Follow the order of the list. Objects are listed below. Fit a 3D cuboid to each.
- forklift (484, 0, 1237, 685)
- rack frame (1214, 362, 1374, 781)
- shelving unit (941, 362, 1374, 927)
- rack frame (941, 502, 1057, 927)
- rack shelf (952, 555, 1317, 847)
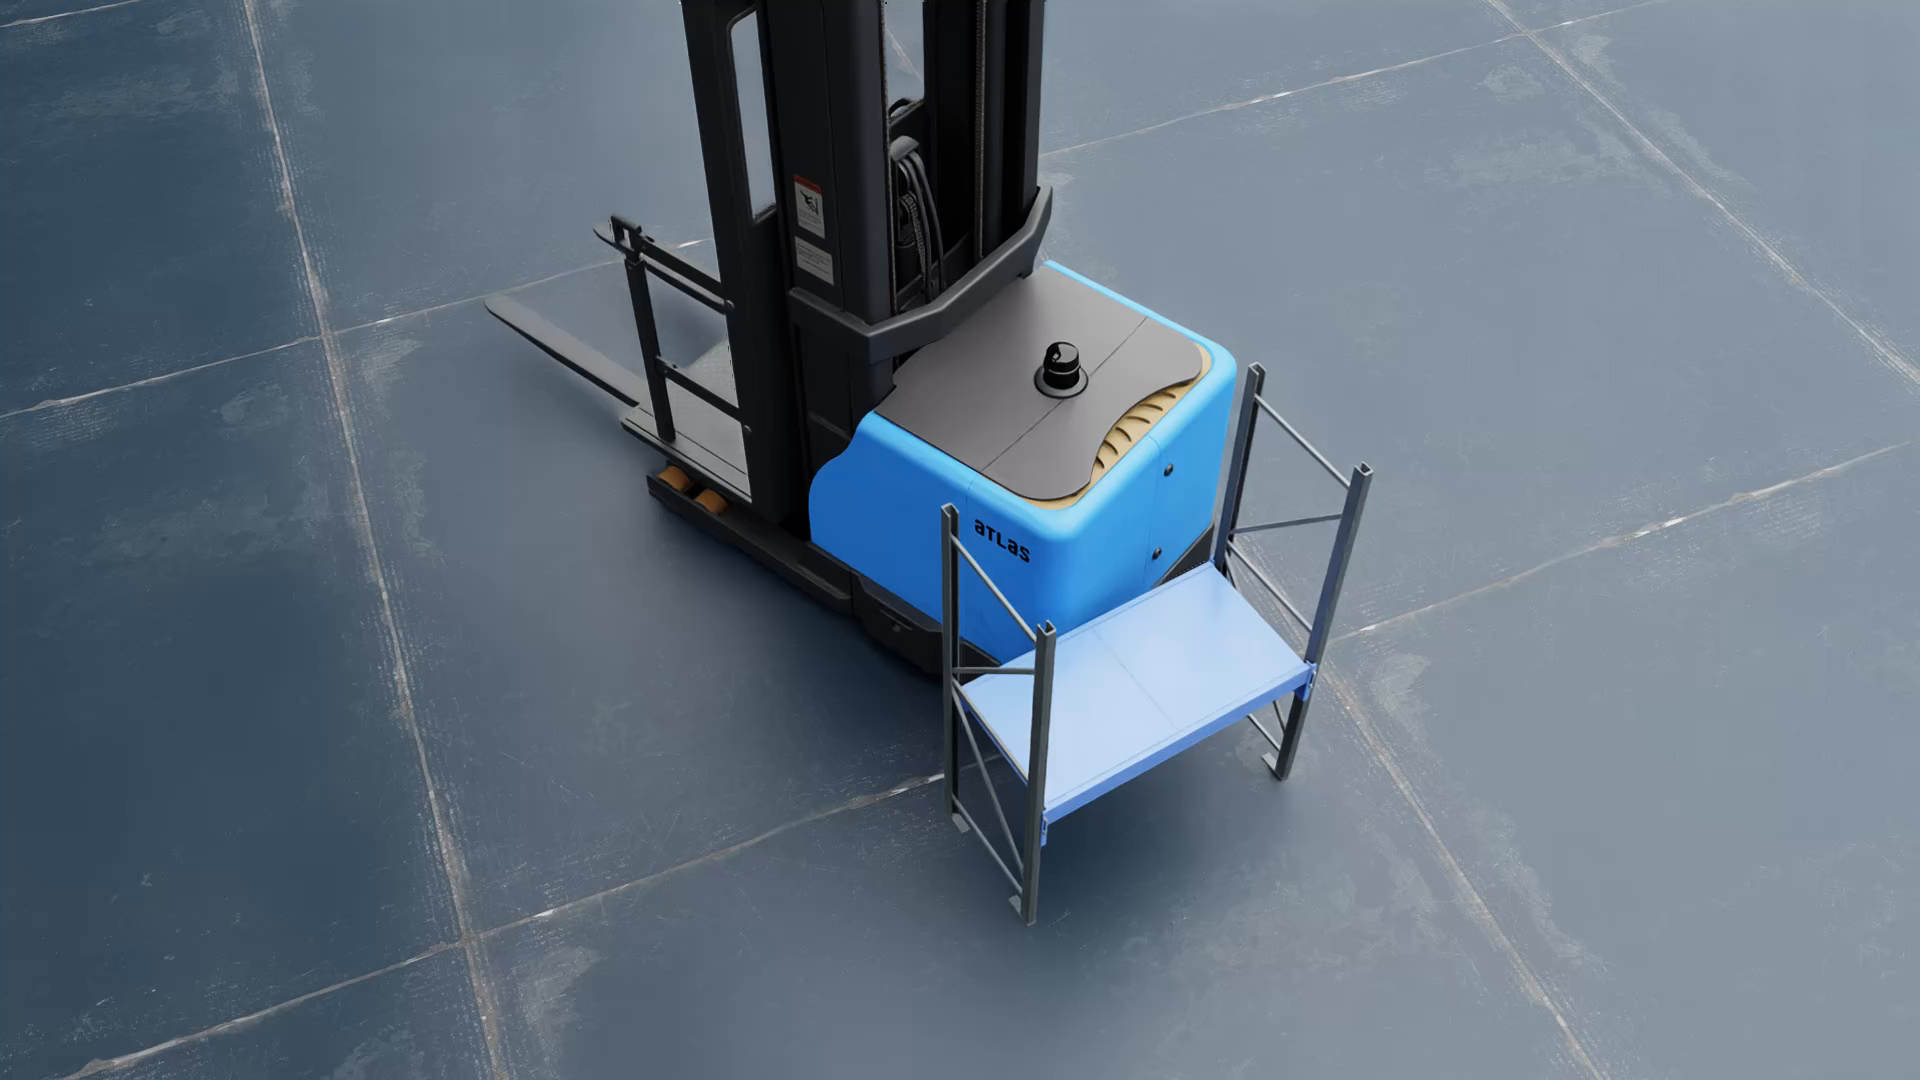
[{"bbox_3d":[-0.557,-1.264,5.403,3.031,2.935,1.130,31,56,24],"label":"forklift"},{"bbox_3d":[0.959,0.151,5.132,0.032,1.500,0.500,-25,54,-20],"label":"rack frame"},{"bbox_3d":[0.526,0.354,4.958,1.048,1.500,0.538,-25,54,-20],"label":"shelving unit"},{"bbox_3d":[0.094,0.556,4.783,0.032,1.500,0.500,-25,54,-20],"label":"rack frame"},{"bbox_3d":[0.526,0.471,5.094,1.000,0.185,0.538,-25,54,-20],"label":"rack shelf"}]
